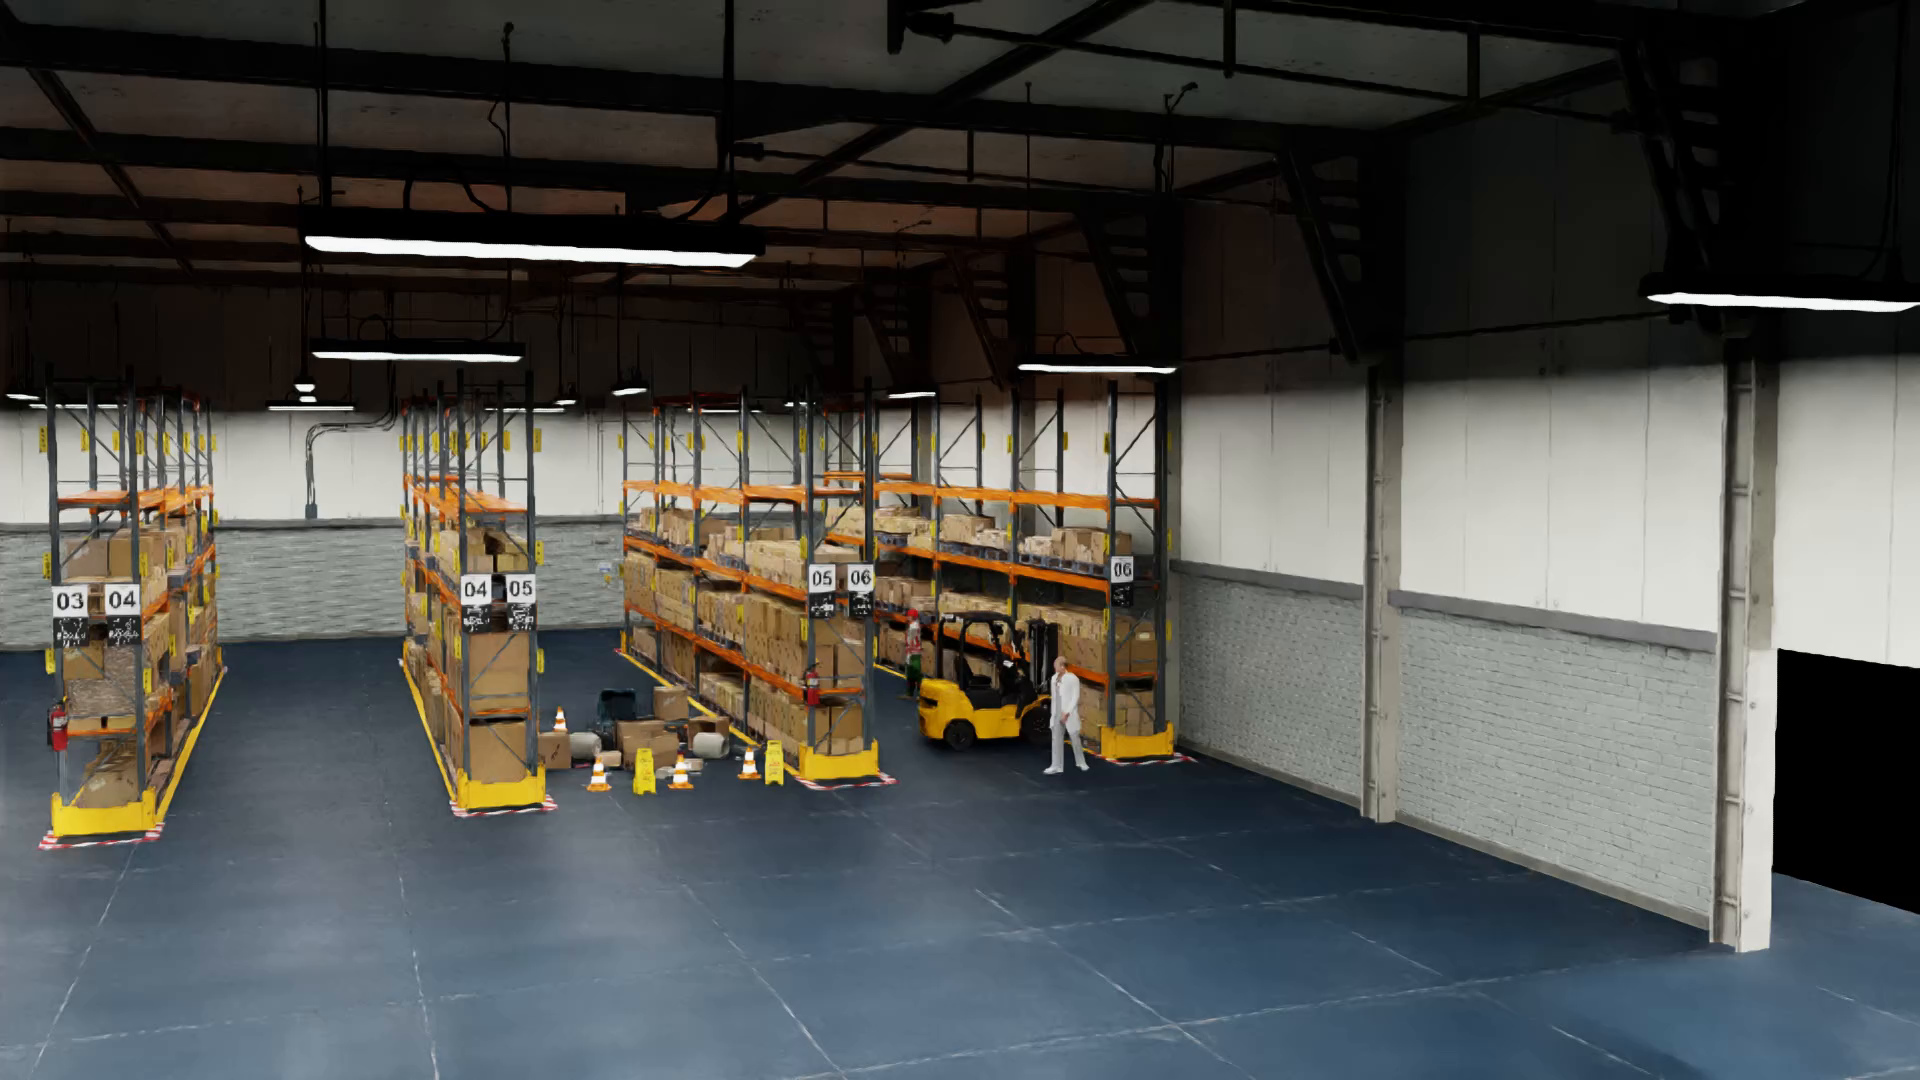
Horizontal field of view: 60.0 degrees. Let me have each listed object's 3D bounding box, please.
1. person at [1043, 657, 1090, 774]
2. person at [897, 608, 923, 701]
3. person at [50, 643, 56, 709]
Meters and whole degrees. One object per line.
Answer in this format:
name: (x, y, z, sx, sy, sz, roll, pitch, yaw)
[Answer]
person: (1.608, 2.646, 25.221, 0.601, 1.771, 0.767, 3, 4, 39)
person: (-0.948, 2.211, 32.253, 0.581, 1.785, 0.664, 0, 3, 3)
person: (-16.694, 2.382, 31.113, 0.598, 1.618, 0.507, -1, 4, -23)
